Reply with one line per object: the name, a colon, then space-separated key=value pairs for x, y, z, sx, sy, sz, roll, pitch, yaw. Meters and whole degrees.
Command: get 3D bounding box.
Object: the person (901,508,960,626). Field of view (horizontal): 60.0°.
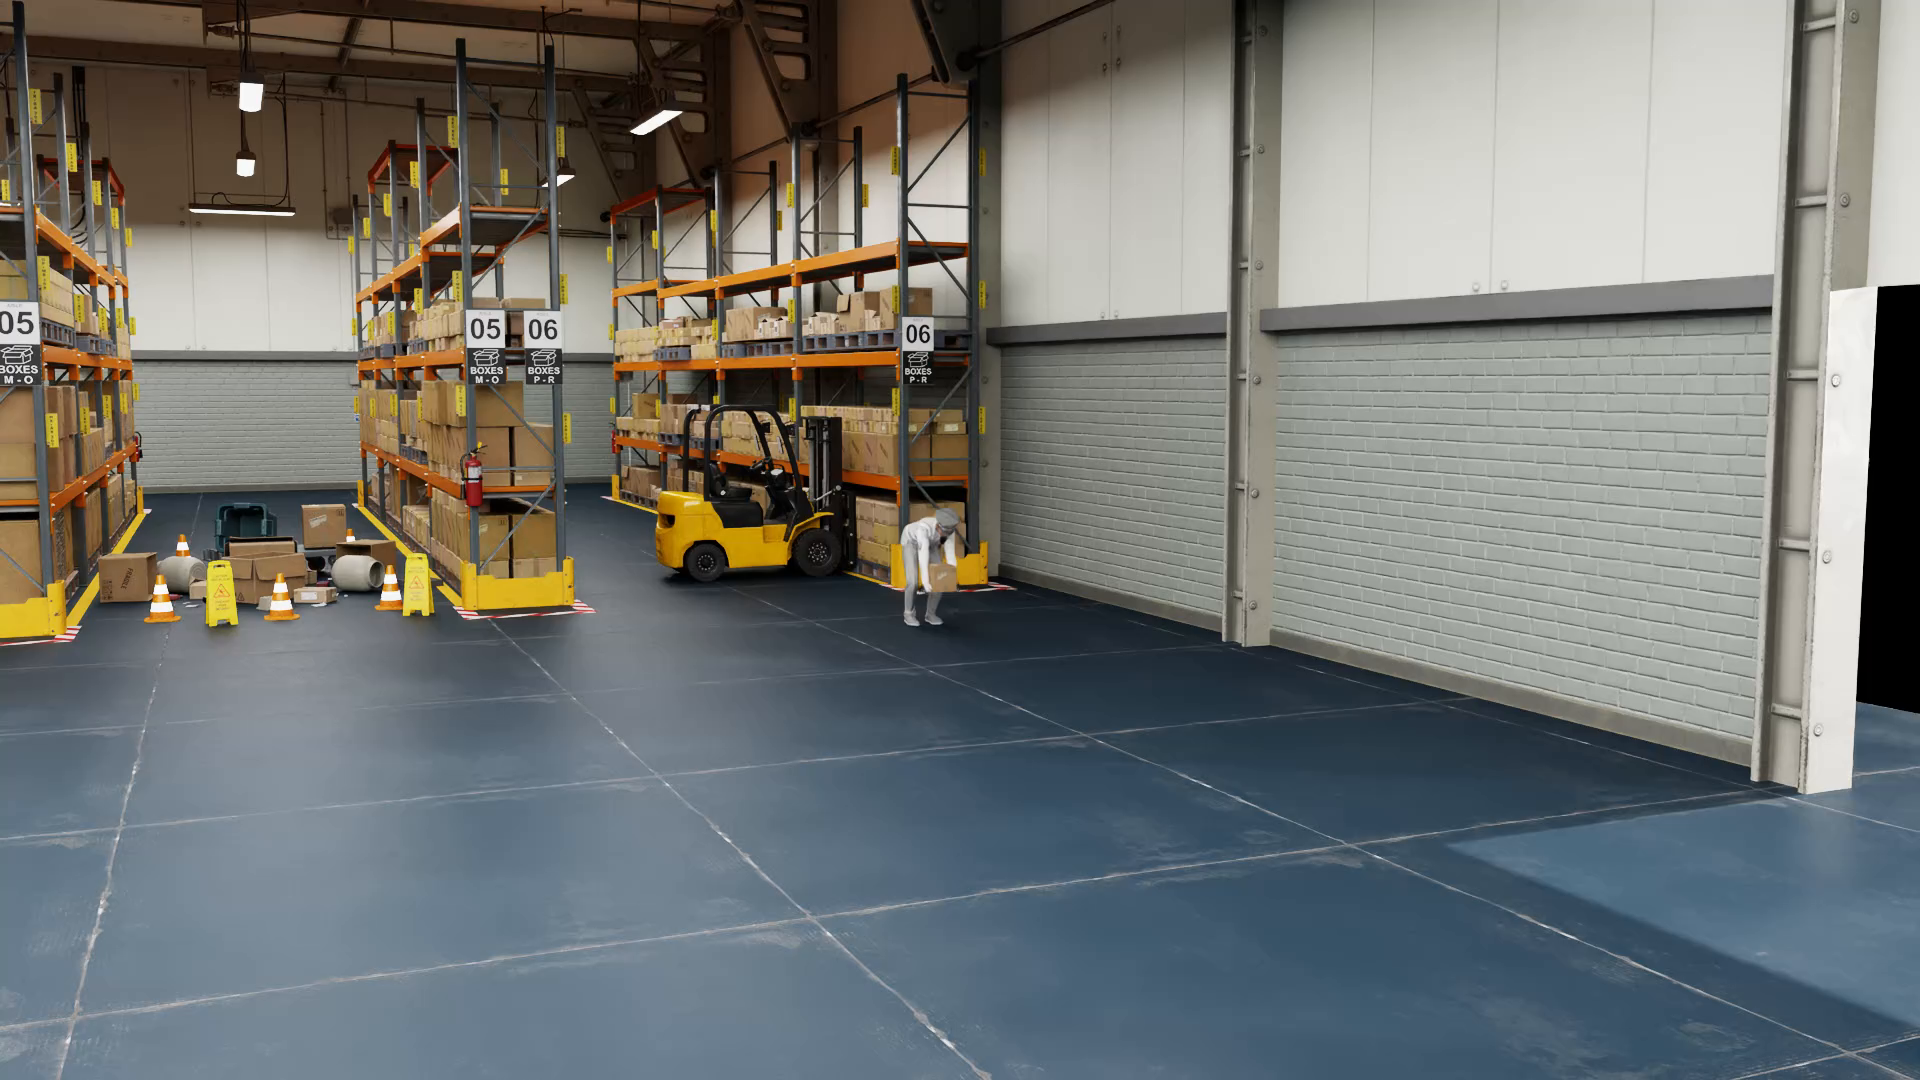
person: x=-0.285 y=0.268 z=16.582 sx=0.429 sy=1.214 sz=0.904 roll=-3 pitch=6 yaw=-26
